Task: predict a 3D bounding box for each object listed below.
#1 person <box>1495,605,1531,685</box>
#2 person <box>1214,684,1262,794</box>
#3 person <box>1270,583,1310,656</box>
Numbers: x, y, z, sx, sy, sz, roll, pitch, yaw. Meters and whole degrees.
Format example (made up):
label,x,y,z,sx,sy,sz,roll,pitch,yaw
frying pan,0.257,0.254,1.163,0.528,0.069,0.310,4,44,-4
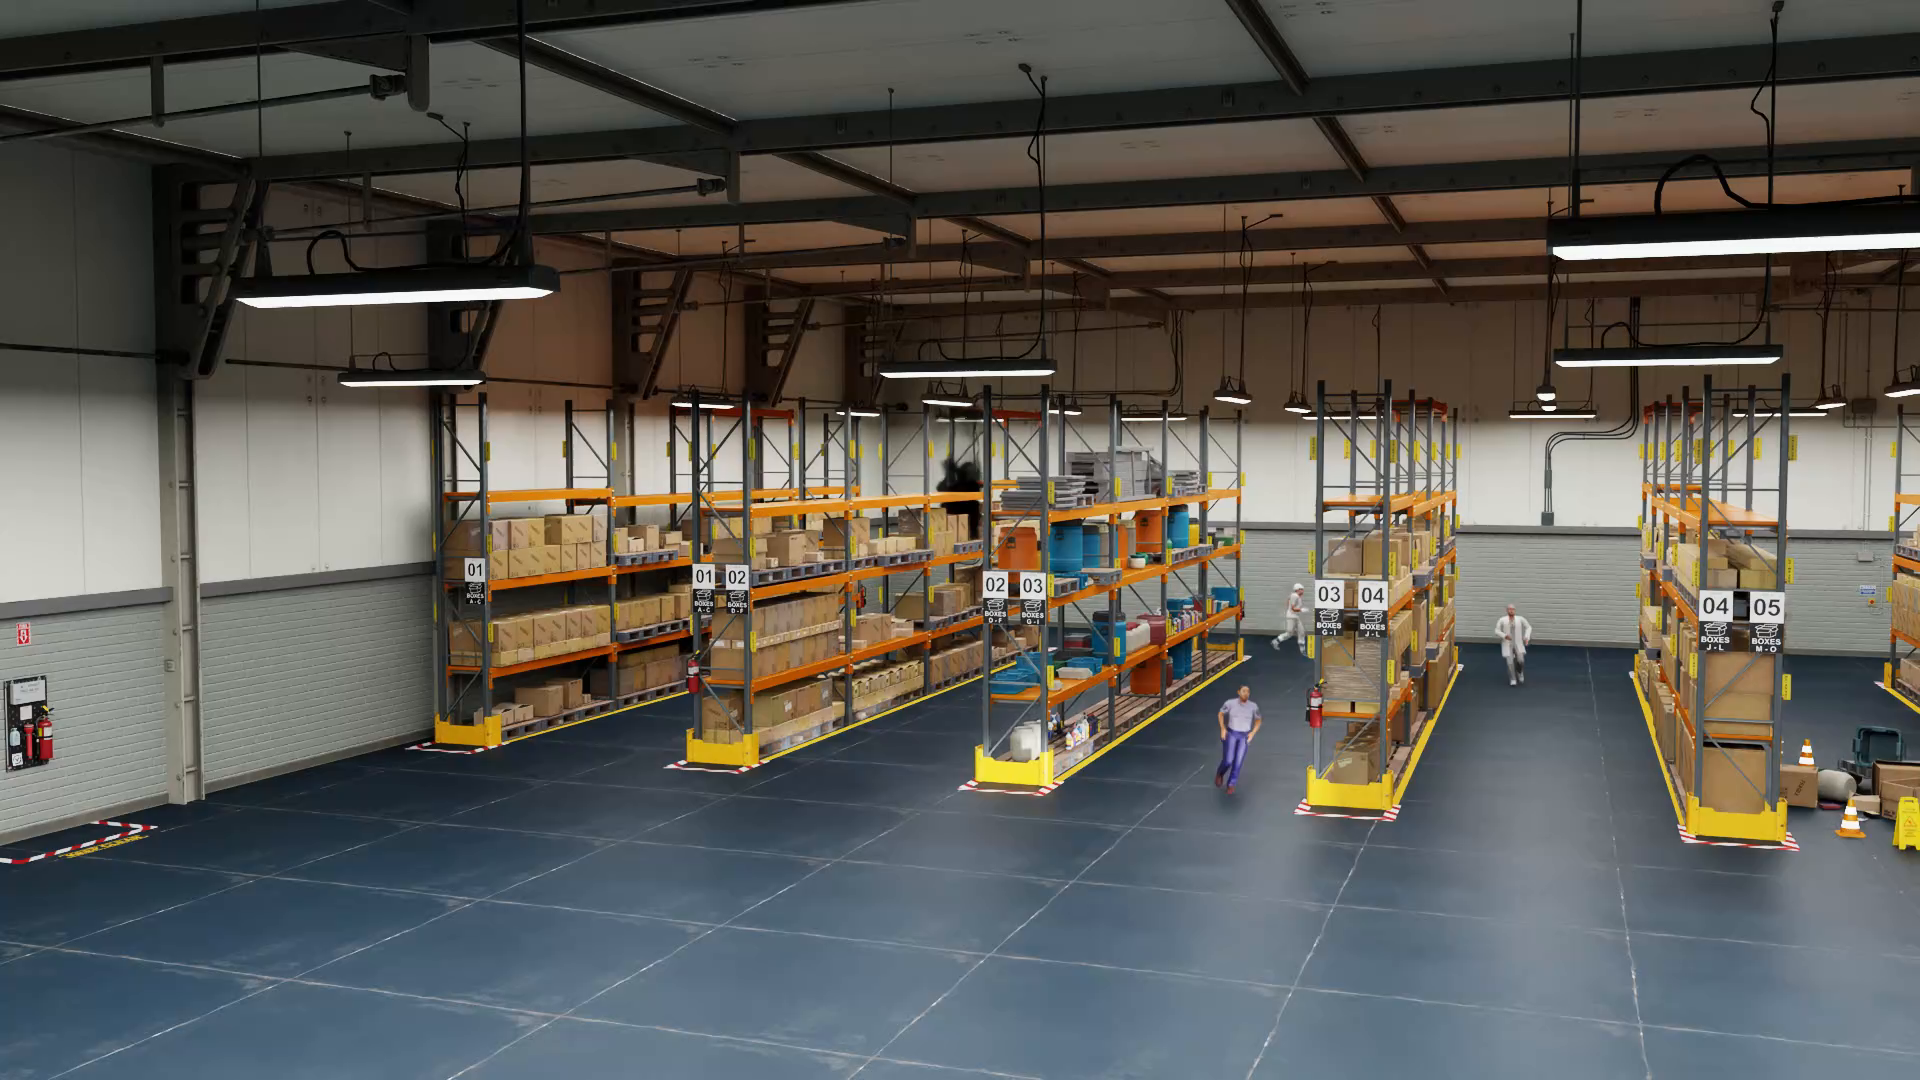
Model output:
label,x,y,z,sx,sy,sz,roll,pitch,yaw
person,11.816,2.249,35.559,0.741,1.719,0.558,1,3,19
person,4.097,2.912,24.447,0.666,1.604,0.521,0,3,3
person,8.136,1.956,40.813,1.017,1.794,0.693,1,3,19
